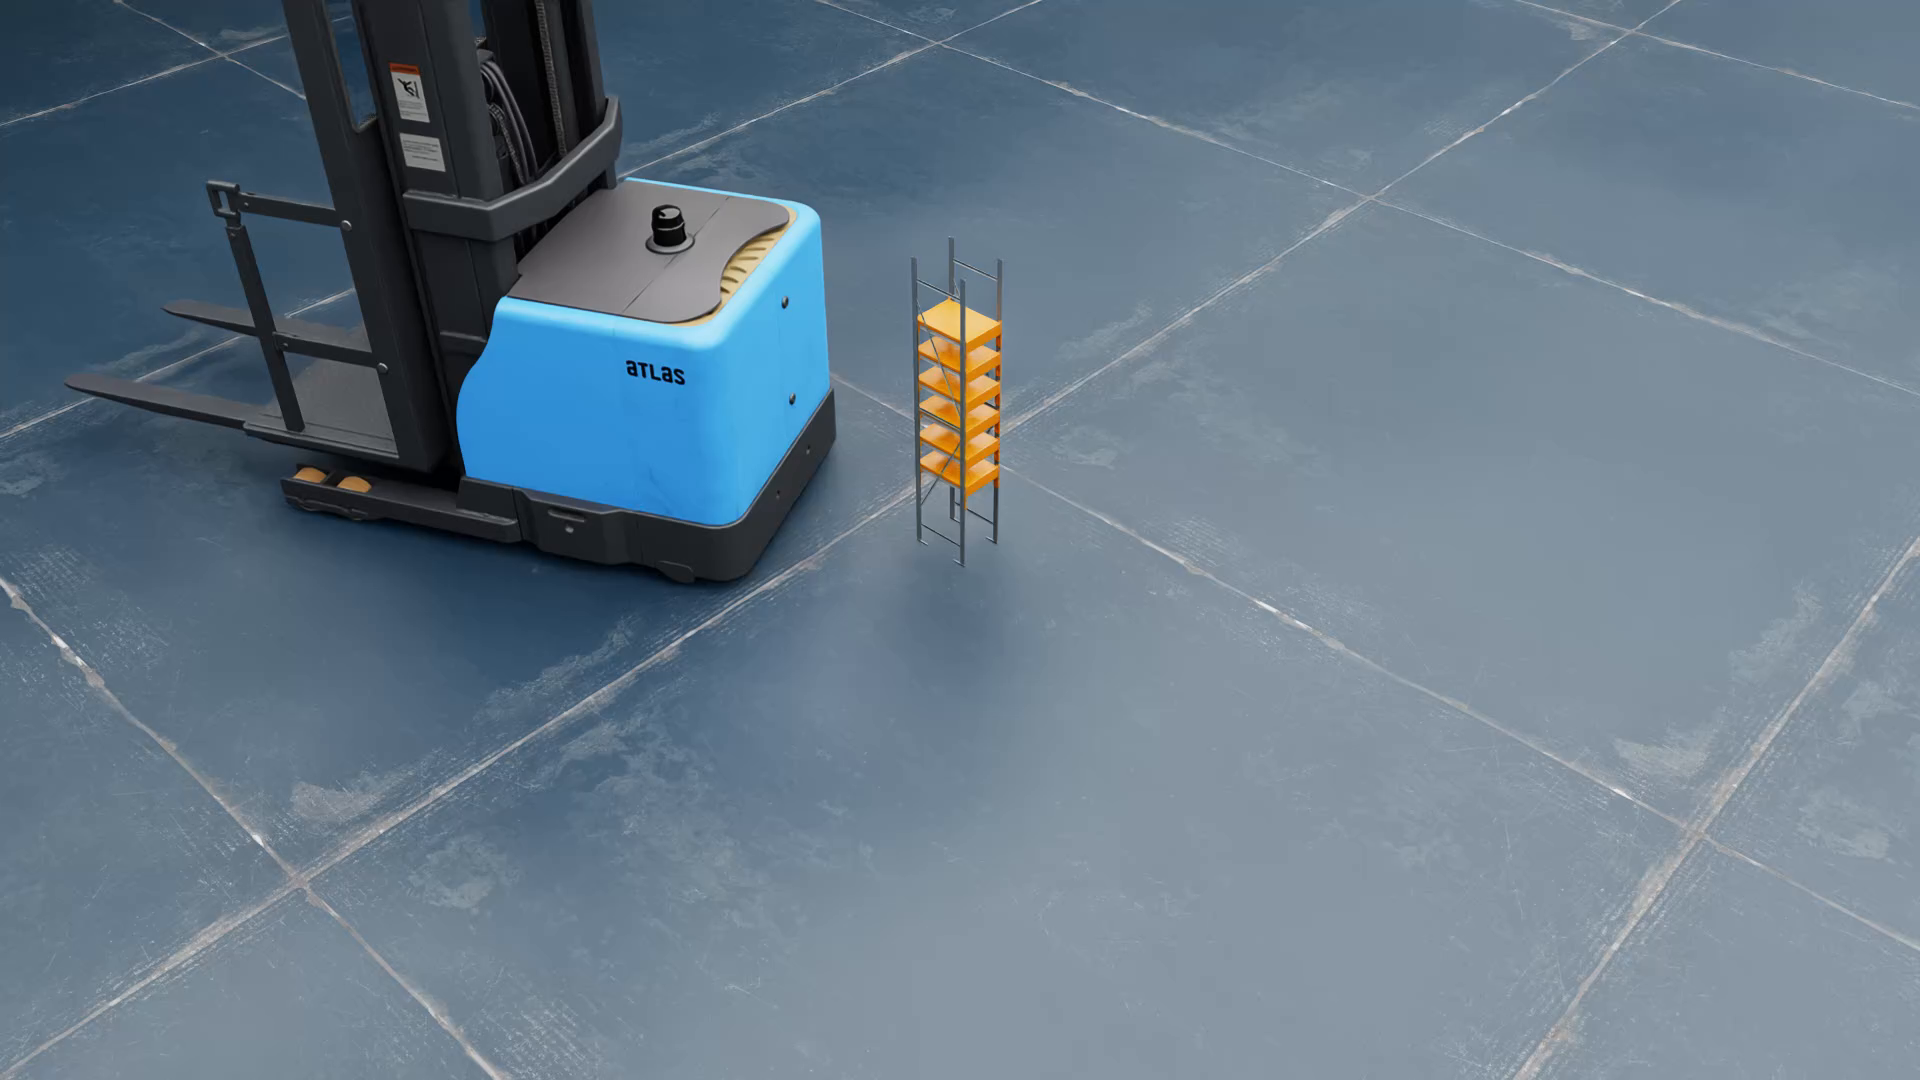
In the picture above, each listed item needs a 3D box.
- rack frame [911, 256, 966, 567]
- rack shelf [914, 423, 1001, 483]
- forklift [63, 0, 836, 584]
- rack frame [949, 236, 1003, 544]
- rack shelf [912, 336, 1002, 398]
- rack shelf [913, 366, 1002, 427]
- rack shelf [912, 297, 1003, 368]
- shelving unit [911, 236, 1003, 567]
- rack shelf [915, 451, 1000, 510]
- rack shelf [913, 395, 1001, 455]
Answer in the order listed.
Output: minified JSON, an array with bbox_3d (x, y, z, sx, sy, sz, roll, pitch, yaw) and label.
[{"bbox_3d":[-0.071,-0.421,5.815,0.240,1.200,0.006,30,47,32],"label":"rack frame"},{"bbox_3d":[-0.010,-0.334,5.971,0.258,0.103,0.180,30,47,32],"label":"rack shelf"},{"bbox_3d":[-2.070,-1.522,5.810,3.031,2.935,1.130,11,40,14],"label":"forklift"},{"bbox_3d":[0.052,-0.505,5.921,0.240,1.200,0.006,30,47,32],"label":"rack frame"},{"bbox_3d":[-0.010,-0.616,5.746,0.258,0.103,0.180,30,47,32],"label":"rack shelf"},{"bbox_3d":[-0.010,-0.522,5.821,0.258,0.103,0.180,30,47,32],"label":"rack shelf"},{"bbox_3d":[-0.010,-0.710,5.672,0.258,0.103,0.180,30,47,32],"label":"rack shelf"},{"bbox_3d":[-0.010,-0.463,5.868,0.258,1.200,0.189,30,47,32],"label":"shelving unit"},{"bbox_3d":[-0.010,-0.240,6.045,0.258,0.103,0.180,30,47,32],"label":"rack shelf"},{"bbox_3d":[-0.010,-0.428,5.896,0.258,0.103,0.180,30,47,32],"label":"rack shelf"}]
